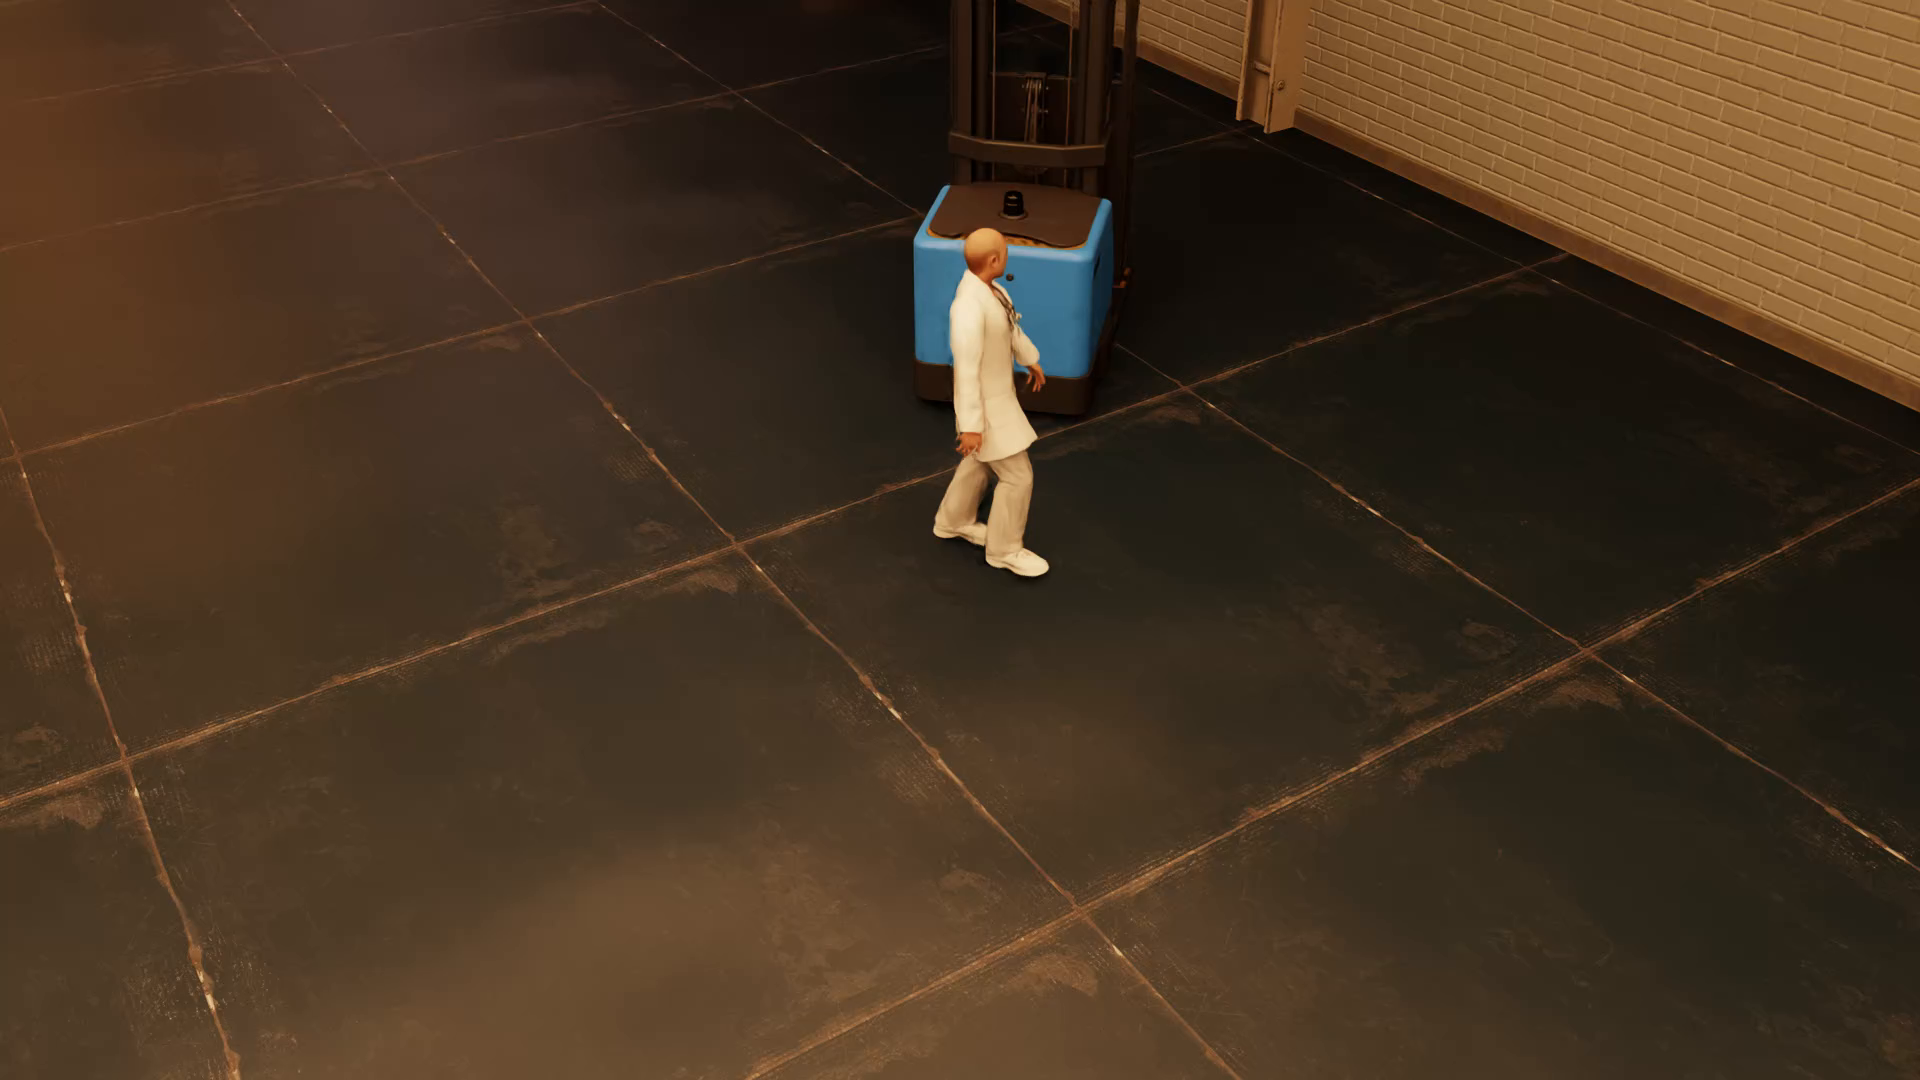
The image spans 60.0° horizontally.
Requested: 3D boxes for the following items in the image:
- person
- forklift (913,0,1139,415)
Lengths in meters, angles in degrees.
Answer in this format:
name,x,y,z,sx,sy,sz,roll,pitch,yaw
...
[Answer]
name,x,y,z,sx,sy,sz,roll,pitch,yaw
person,0.156,-0.692,8.172,0.604,1.748,0.719,1,35,2
forklift,0.537,-2.763,10.080,1.130,2.935,3.031,7,36,10
